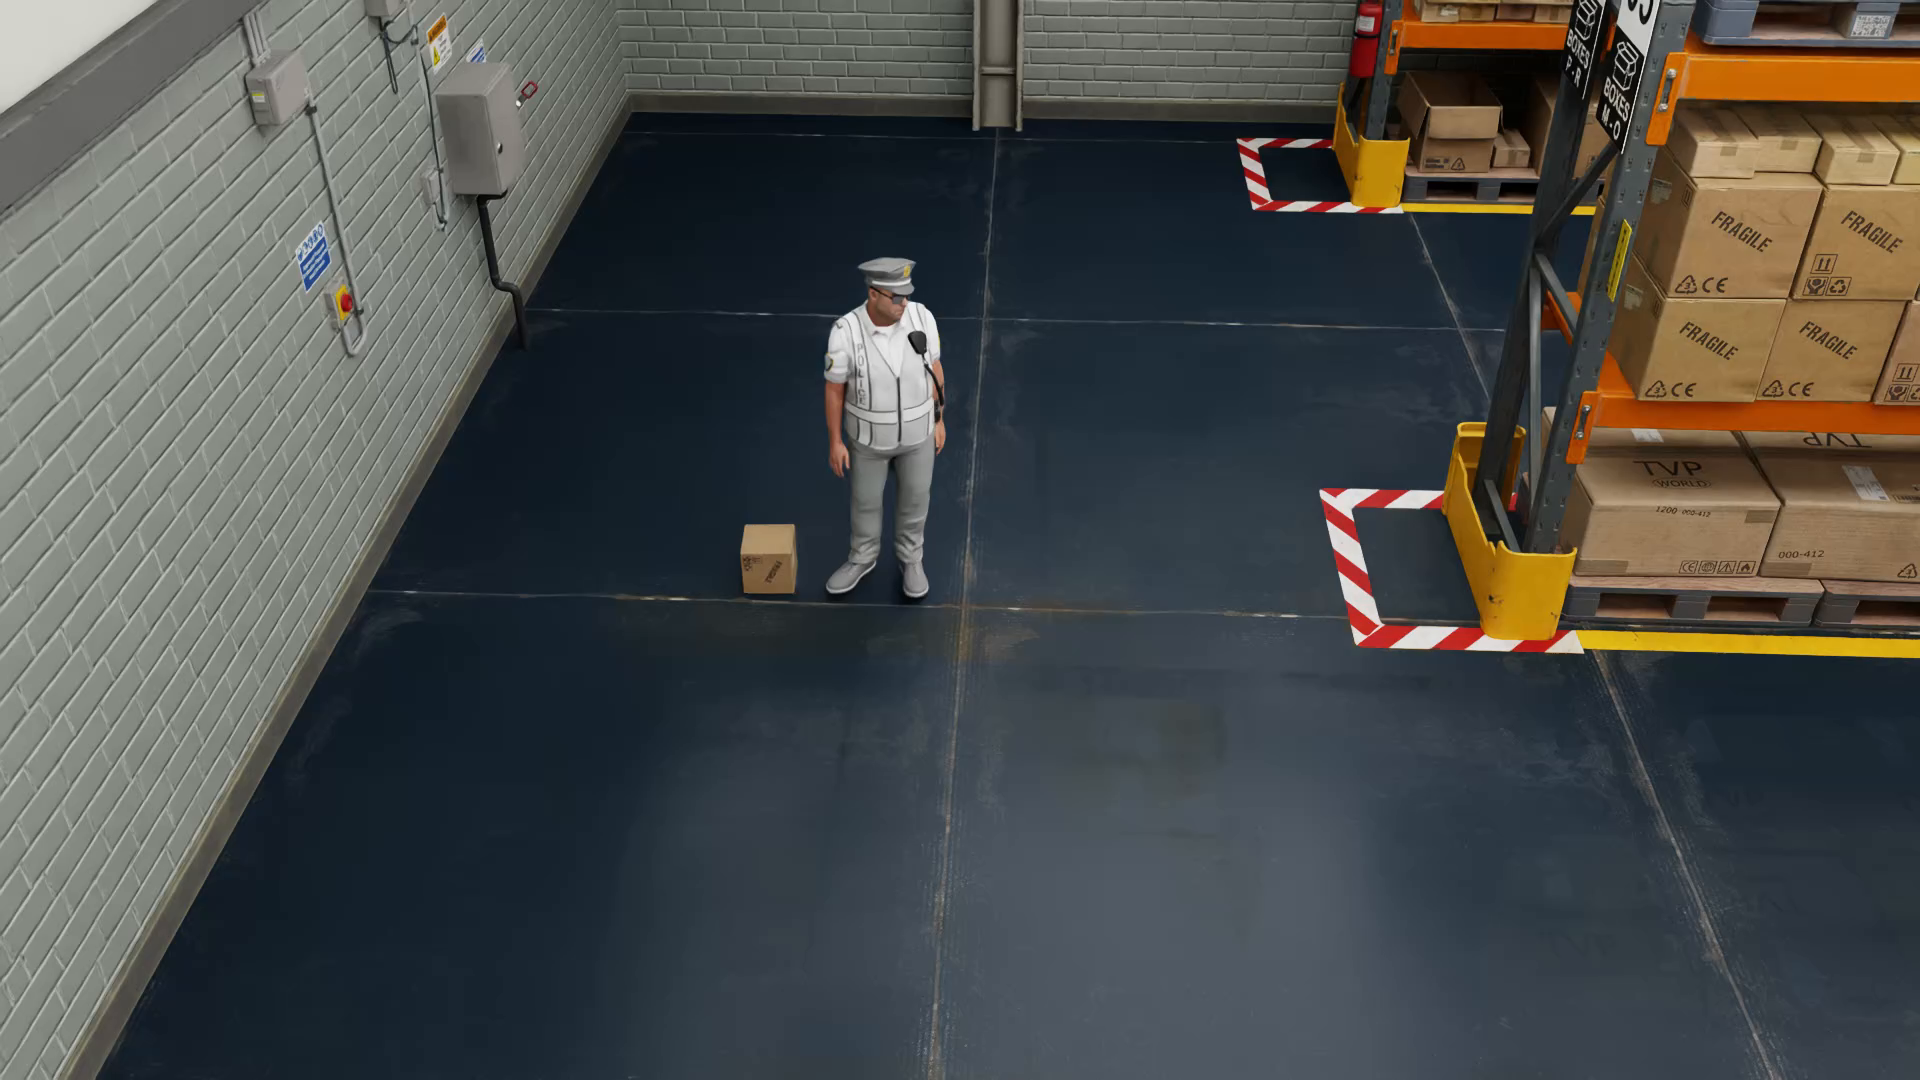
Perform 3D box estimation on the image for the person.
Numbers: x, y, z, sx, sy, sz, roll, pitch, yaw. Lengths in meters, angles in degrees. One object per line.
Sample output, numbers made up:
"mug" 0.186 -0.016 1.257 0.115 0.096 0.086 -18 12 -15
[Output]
"person" -0.362 -0.506 7.781 0.615 1.760 0.399 -9 36 -12
